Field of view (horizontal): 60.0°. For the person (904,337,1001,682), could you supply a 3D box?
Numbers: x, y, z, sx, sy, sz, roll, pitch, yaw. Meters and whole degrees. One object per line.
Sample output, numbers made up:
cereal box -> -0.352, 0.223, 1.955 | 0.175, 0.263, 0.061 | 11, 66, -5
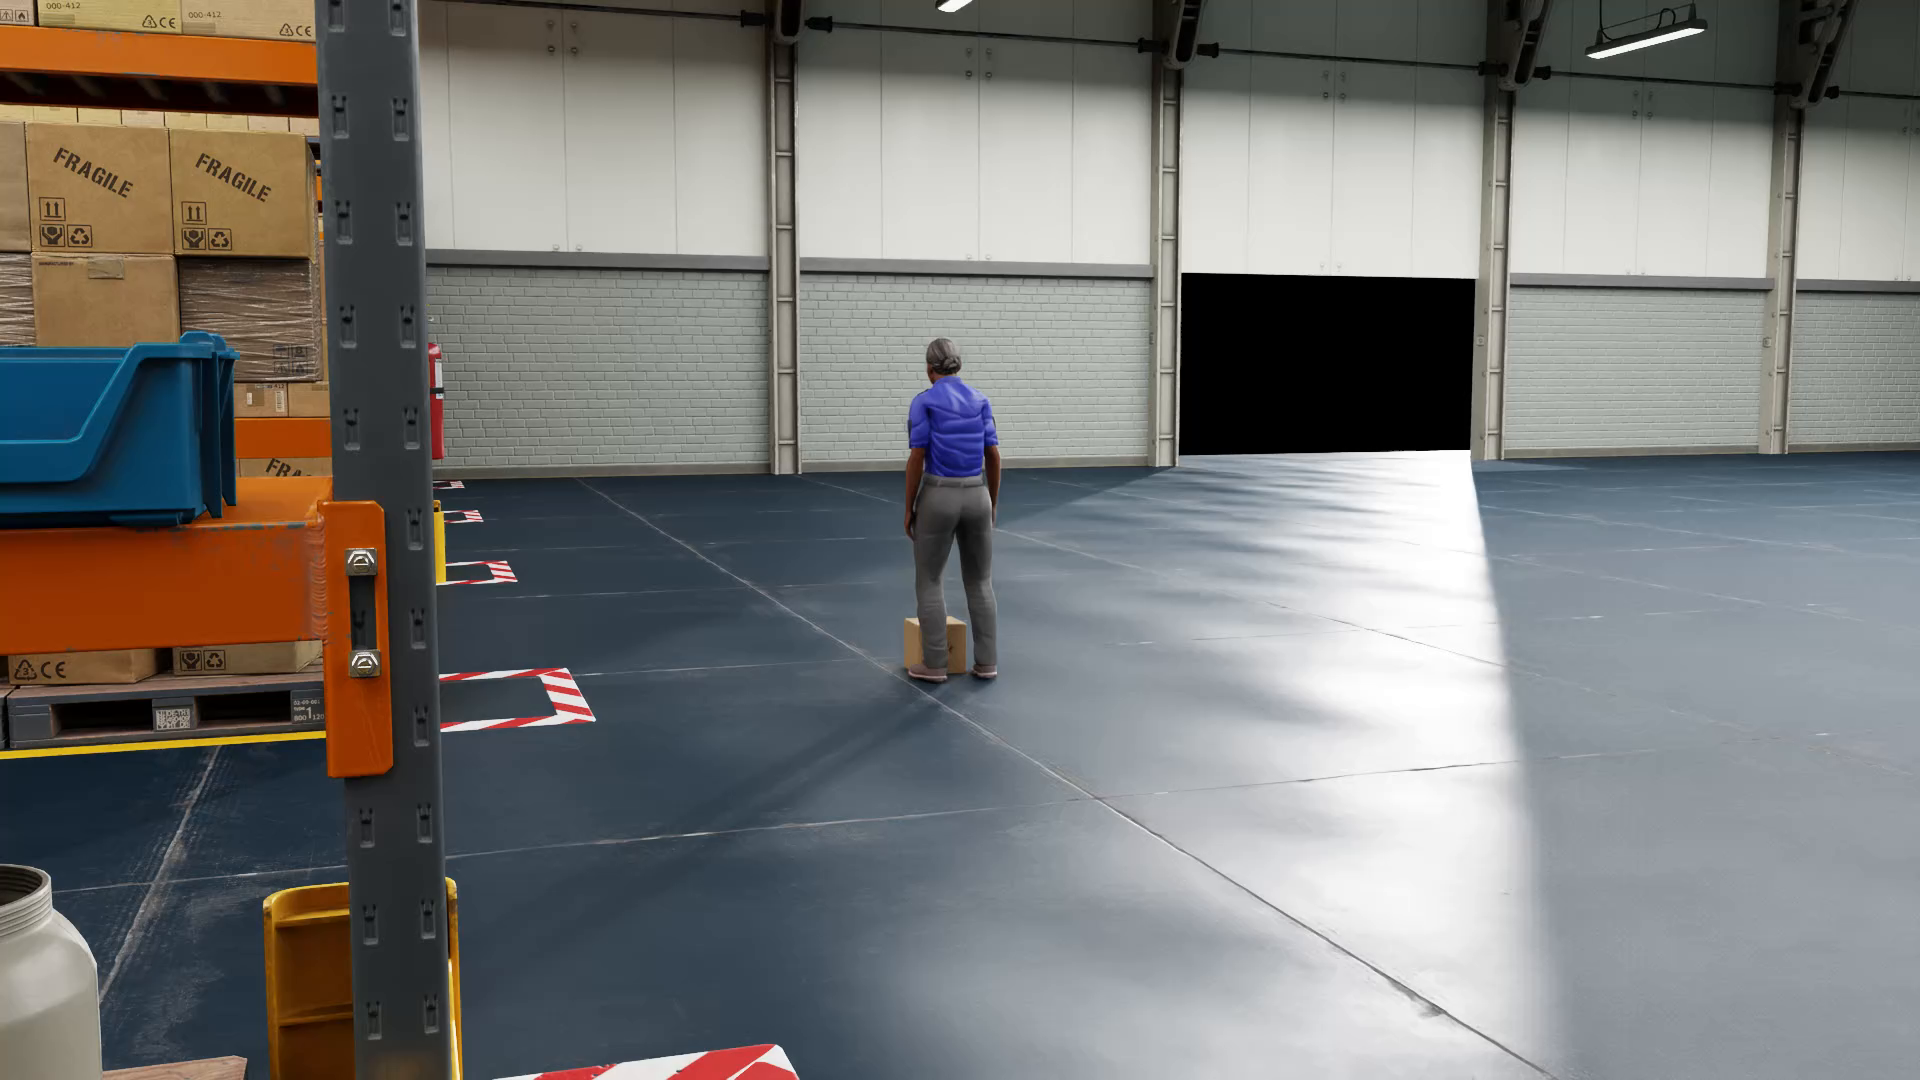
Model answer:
person -> -0.034, -0.147, 8.027 | 0.512, 1.653, 0.352 | -2, 6, -21
